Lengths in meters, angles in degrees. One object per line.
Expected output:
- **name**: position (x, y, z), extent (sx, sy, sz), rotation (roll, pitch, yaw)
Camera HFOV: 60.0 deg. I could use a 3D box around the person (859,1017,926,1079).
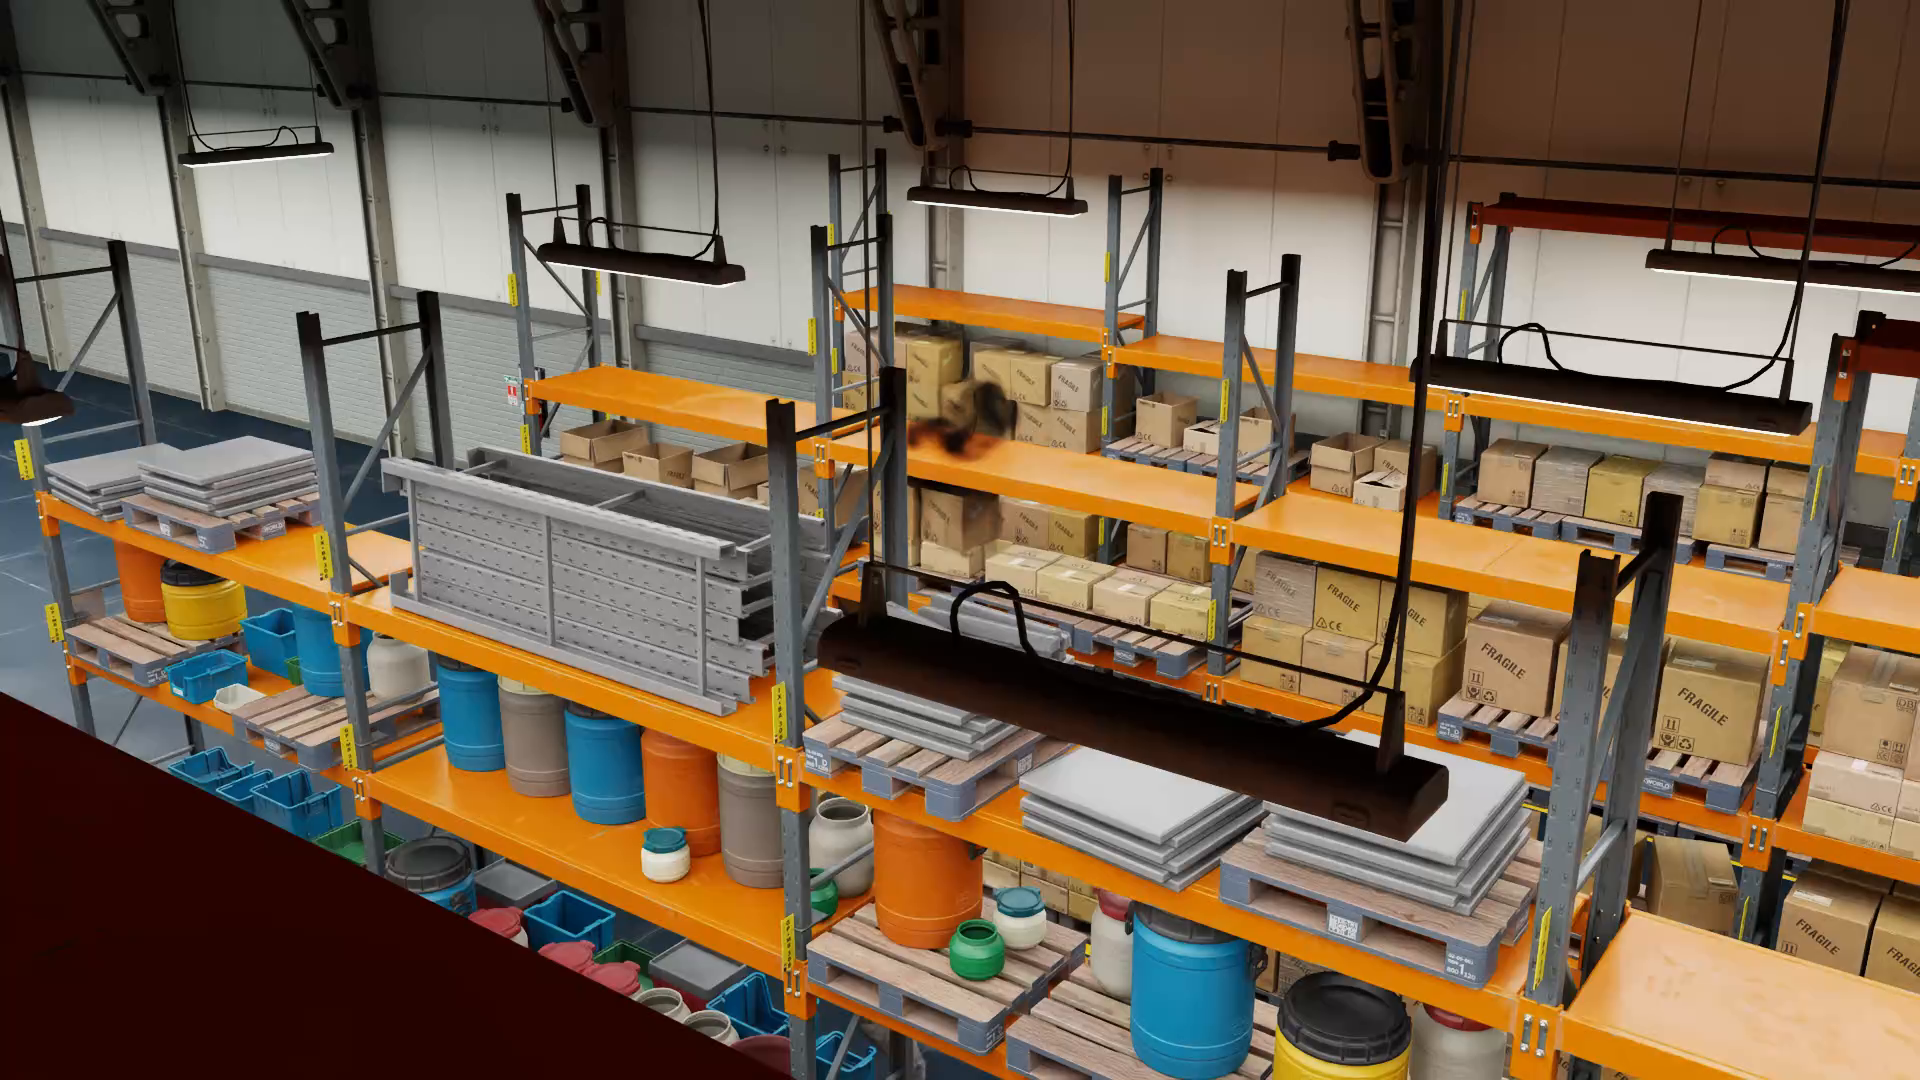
- **person**: position (-0.505, 3.179, 12.116), extent (0.568, 1.715, 0.669), rotation (12, 22, 31)
